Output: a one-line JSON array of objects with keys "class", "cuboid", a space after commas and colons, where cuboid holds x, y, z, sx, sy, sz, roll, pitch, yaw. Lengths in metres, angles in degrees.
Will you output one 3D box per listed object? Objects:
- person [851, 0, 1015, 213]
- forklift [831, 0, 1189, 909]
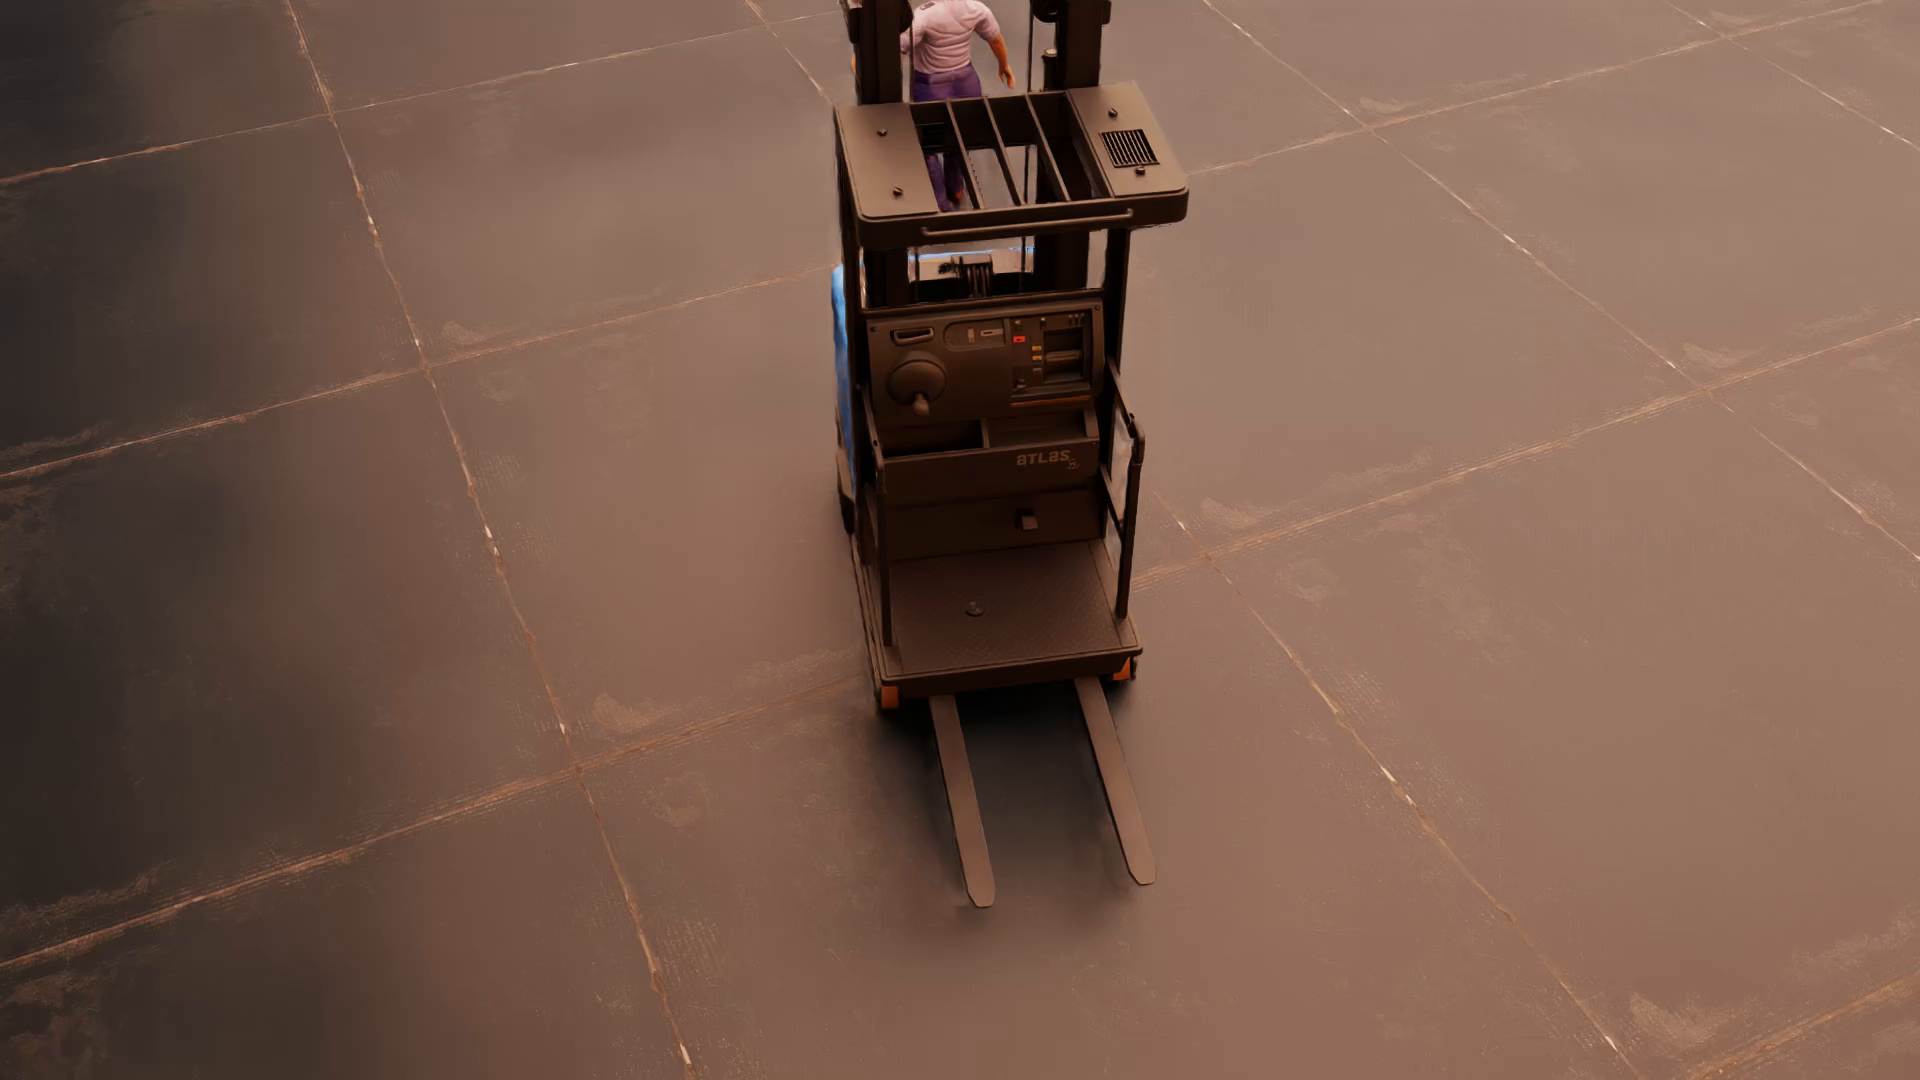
[{"class": "person", "cuboid": [-0.119, -2.540, 9.406, 0.907, 1.680, 0.554, -19, 46, -19]}, {"class": "forklift", "cuboid": [0.142, -0.622, 6.347, 1.130, 2.935, 3.031, -6, 43, -7]}]
